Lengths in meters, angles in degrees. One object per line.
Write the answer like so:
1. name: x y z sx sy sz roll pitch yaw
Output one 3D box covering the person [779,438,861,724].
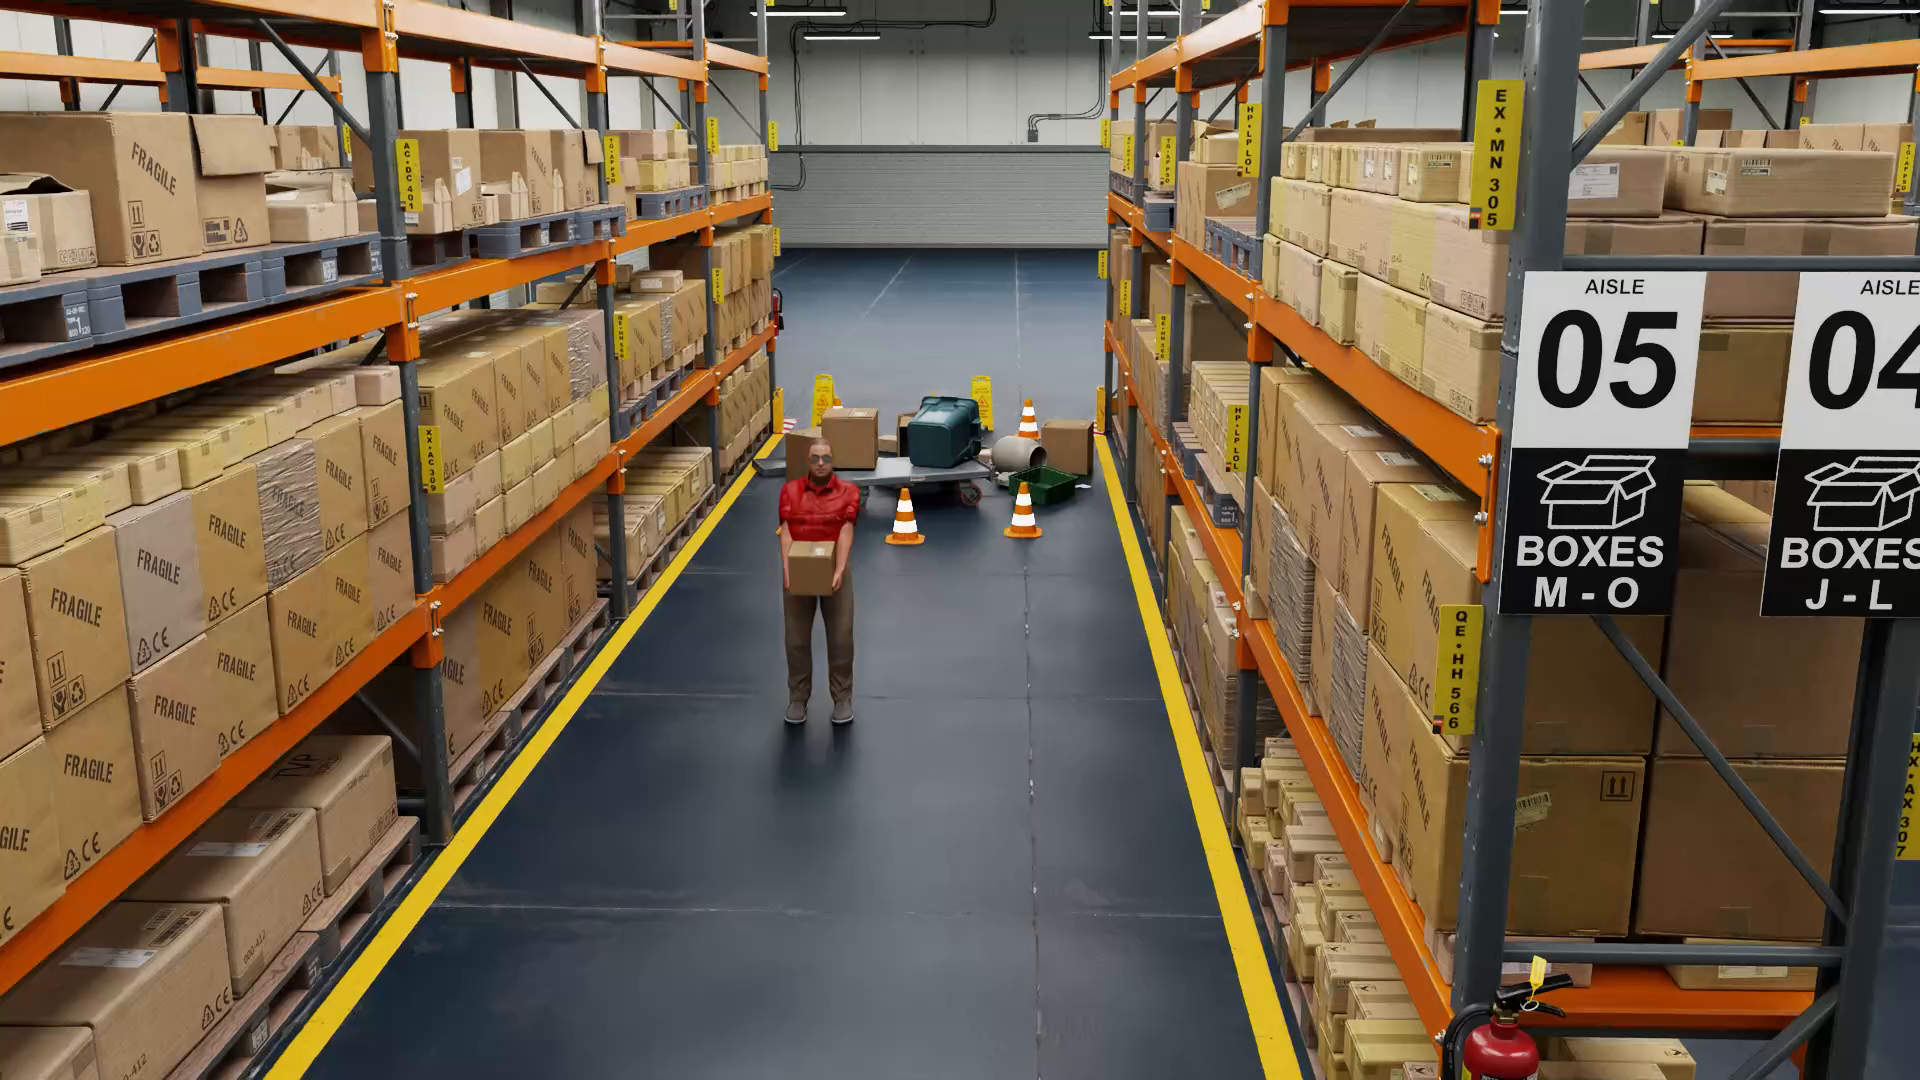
1. person: -0.844 0.268 9.965 0.490 1.722 0.524 0 14 2
